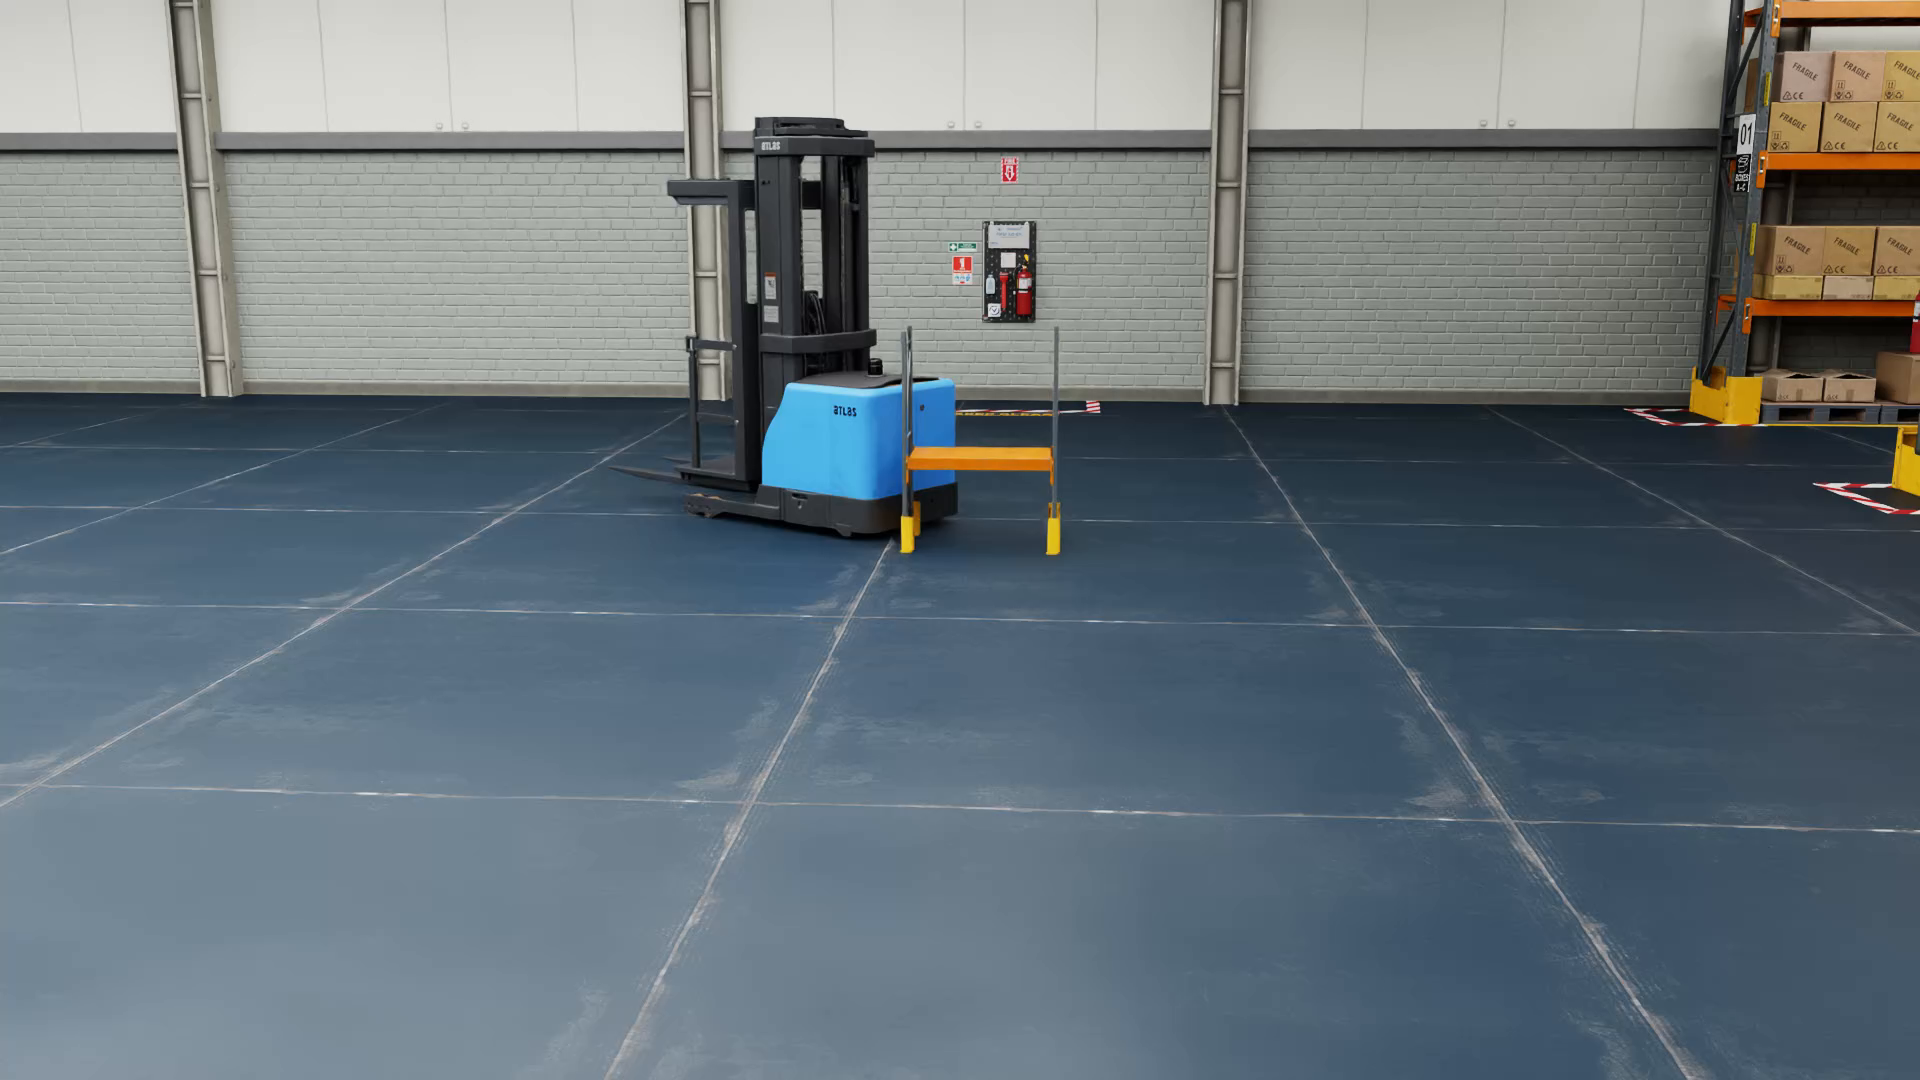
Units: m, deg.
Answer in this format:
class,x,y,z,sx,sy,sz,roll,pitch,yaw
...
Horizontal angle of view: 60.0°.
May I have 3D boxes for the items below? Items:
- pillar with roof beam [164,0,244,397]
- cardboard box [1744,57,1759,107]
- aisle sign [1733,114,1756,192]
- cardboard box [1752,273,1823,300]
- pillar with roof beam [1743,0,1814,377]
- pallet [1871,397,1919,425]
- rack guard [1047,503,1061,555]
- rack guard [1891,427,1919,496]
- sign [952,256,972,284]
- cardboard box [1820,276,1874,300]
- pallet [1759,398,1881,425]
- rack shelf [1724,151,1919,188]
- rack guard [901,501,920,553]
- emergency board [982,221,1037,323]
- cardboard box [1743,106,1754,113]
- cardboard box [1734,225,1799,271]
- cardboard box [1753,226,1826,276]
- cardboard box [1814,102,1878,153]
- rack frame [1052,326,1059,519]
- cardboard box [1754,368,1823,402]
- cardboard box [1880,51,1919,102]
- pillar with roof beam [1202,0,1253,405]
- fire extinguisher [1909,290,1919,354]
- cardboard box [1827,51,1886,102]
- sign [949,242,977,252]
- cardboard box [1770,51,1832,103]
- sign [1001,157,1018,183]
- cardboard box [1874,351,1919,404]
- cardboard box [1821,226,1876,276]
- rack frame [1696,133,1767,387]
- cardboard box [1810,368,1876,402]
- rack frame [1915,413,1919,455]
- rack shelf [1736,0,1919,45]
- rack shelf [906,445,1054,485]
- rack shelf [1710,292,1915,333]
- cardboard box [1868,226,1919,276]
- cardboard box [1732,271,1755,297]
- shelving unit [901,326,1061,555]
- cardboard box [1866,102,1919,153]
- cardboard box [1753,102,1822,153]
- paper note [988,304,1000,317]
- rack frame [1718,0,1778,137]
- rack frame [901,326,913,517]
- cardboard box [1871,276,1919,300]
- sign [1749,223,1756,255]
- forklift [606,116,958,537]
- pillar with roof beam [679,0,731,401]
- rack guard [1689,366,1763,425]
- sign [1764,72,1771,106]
class,x,y,z,sx,sy,sz,roll,pitch,yaw
pillar with roof beam,-9.224,-5.283,15.043,0.400,9.000,9.100,1,12,4
cardboard box,8.714,-4.876,17.691,0.500,0.500,0.500,1,12,6
aisle sign,8.175,-4.024,17.331,0.004,0.787,0.394,1,12,4
cardboard box,8.732,-2.677,17.557,0.500,0.250,0.500,0,12,2
pillar with roof beam,8.735,-5.036,13.866,0.400,9.000,9.100,1,12,4
pallet,10.365,-1.411,17.996,1.213,0.211,1.003,1,12,4
rack guard,0.653,-0.081,11.546,0.087,0.250,0.587,1,12,3
rack guard,7.916,-0.577,13.305,0.348,0.500,1.175,1,12,4
sign,0.028,-3.149,19.409,0.234,0.329,0.001,1,12,4
cardboard box,9.252,-2.673,17.537,0.500,0.250,0.500,0,12,2
pallet,9.151,-1.428,18.078,1.213,0.211,1.003,1,12,4
rack shelf,10.262,-3.901,17.521,4.000,0.370,1.077,1,12,4
rack guard,-0.342,-0.093,11.603,0.087,0.250,0.587,1,12,3
emergency board,0.573,-3.103,19.276,0.643,1.169,0.194,1,12,4
cardboard box,8.700,-4.385,17.786,0.500,0.500,0.500,2,12,8
cardboard box,8.751,-3.153,17.999,0.500,0.500,0.500,1,12,3
cardboard box,8.723,-3.048,17.497,0.500,0.500,0.500,1,12,4
cardboard box,9.117,-4.269,17.230,0.500,0.500,0.500,2,12,8
rack frame,0.654,-0.693,11.418,0.032,1.500,0.500,1,12,3
cardboard box,8.951,-1.684,17.983,0.500,0.311,0.500,-1,12,-3
cardboard box,9.644,-4.752,17.097,0.500,0.500,0.500,1,12,5
pillar with roof beam,2.749,-5.118,14.258,0.400,9.000,9.100,1,12,4
fire extinguisher,7.853,-1.859,13.517,0.183,0.674,0.296,1,12,4
cardboard box,9.132,-4.756,17.119,0.500,0.500,0.500,1,12,3
sign,0.032,-3.407,19.346,0.331,0.109,0.001,1,12,4
cardboard box,8.635,-4.774,17.201,0.500,0.500,0.500,0,12,0
sign,0.572,-4.258,19.136,0.199,0.298,0.001,1,12,4
cardboard box,10.249,-1.748,17.829,0.500,0.500,0.700,0,12,0
cardboard box,9.216,-3.039,17.455,0.500,0.500,0.500,1,12,4
rack frame,8.267,-2.812,17.886,0.127,3.000,1.000,1,12,4
cardboard box,9.520,-1.676,17.945,0.500,0.311,0.500,2,12,8
rack frame,7.939,-1.800,13.047,0.127,3.000,1.000,1,12,4
rack shelf,10.262,-5.367,17.214,4.000,0.370,1.077,1,12,4
rack shelf,0.146,-0.523,11.484,1.000,0.185,0.538,1,12,3
rack shelf,10.262,-2.433,17.828,4.000,0.370,1.077,1,12,4
cardboard box,9.731,-3.030,17.415,0.500,0.500,0.500,0,12,2
cardboard box,8.746,-2.782,18.058,0.500,0.250,0.500,1,12,5
shelving unit,0.155,-0.699,11.447,1.083,1.500,0.587,1,12,3
cardboard box,9.636,-4.262,17.200,0.500,0.500,0.500,1,12,6
cardboard box,8.584,-4.283,17.300,0.500,0.500,0.500,1,12,5
paper note,0.401,-2.688,19.445,0.142,0.148,0.016,1,12,4
rack frame,8.267,-5.749,17.271,0.127,3.000,1.000,1,12,4
rack frame,-0.361,-0.705,11.476,0.032,1.500,0.500,1,12,3
cardboard box,9.759,-2.665,17.498,0.500,0.250,0.500,1,12,3
sign,8.231,-3.125,17.267,0.005,0.325,0.100,1,12,4
forklift,-1.488,-1.676,12.620,3.031,2.935,1.130,9,15,37
pillar with roof beam,-3.238,-5.200,14.651,0.400,9.000,9.100,1,12,4
rack guard,8.343,-1.588,18.136,0.348,0.500,1.175,1,12,4
sign,8.231,-4.597,16.959,0.005,0.325,0.100,1,12,4
